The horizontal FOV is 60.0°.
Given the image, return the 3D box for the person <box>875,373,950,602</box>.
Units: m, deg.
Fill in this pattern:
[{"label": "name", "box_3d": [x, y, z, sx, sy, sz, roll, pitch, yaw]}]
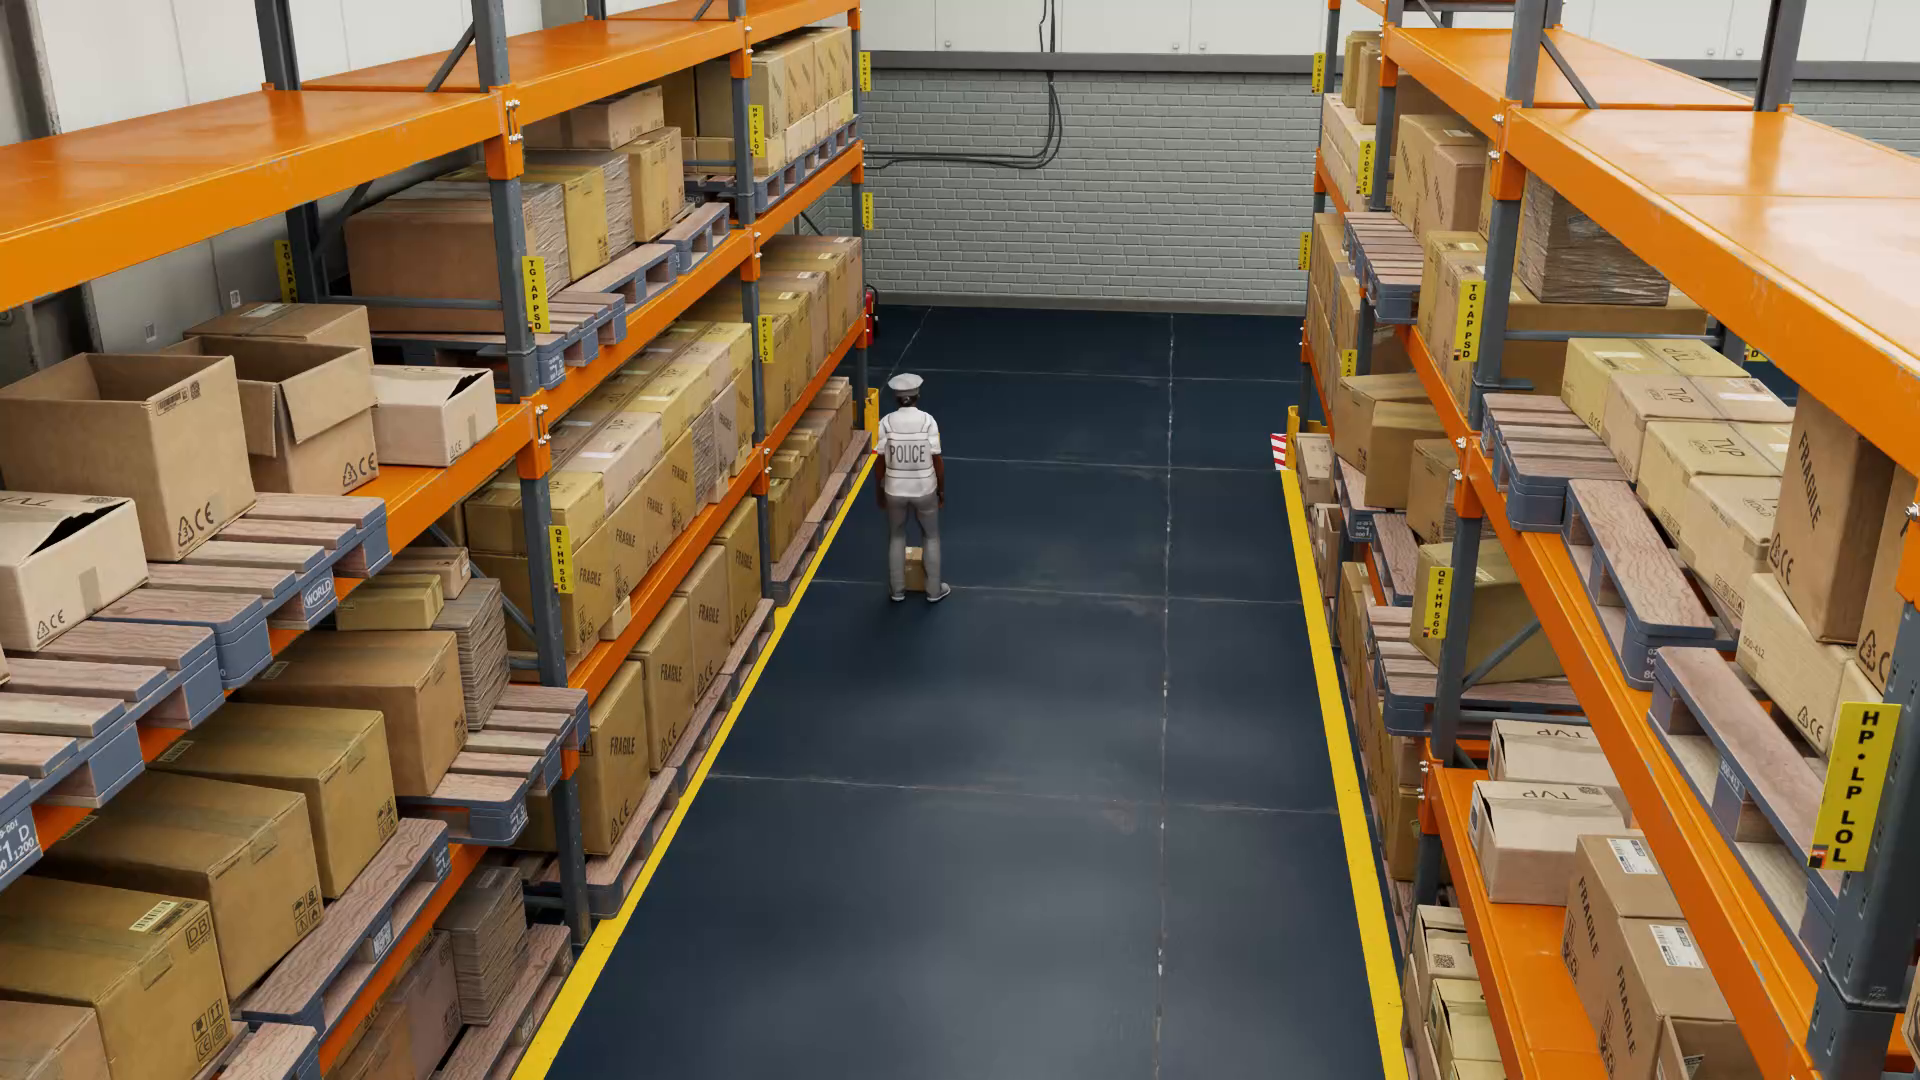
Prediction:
[{"label": "person", "box_3d": [-0.344, -0.353, 11.990, 0.531, 1.659, 0.398, 1, 21, 3]}]
